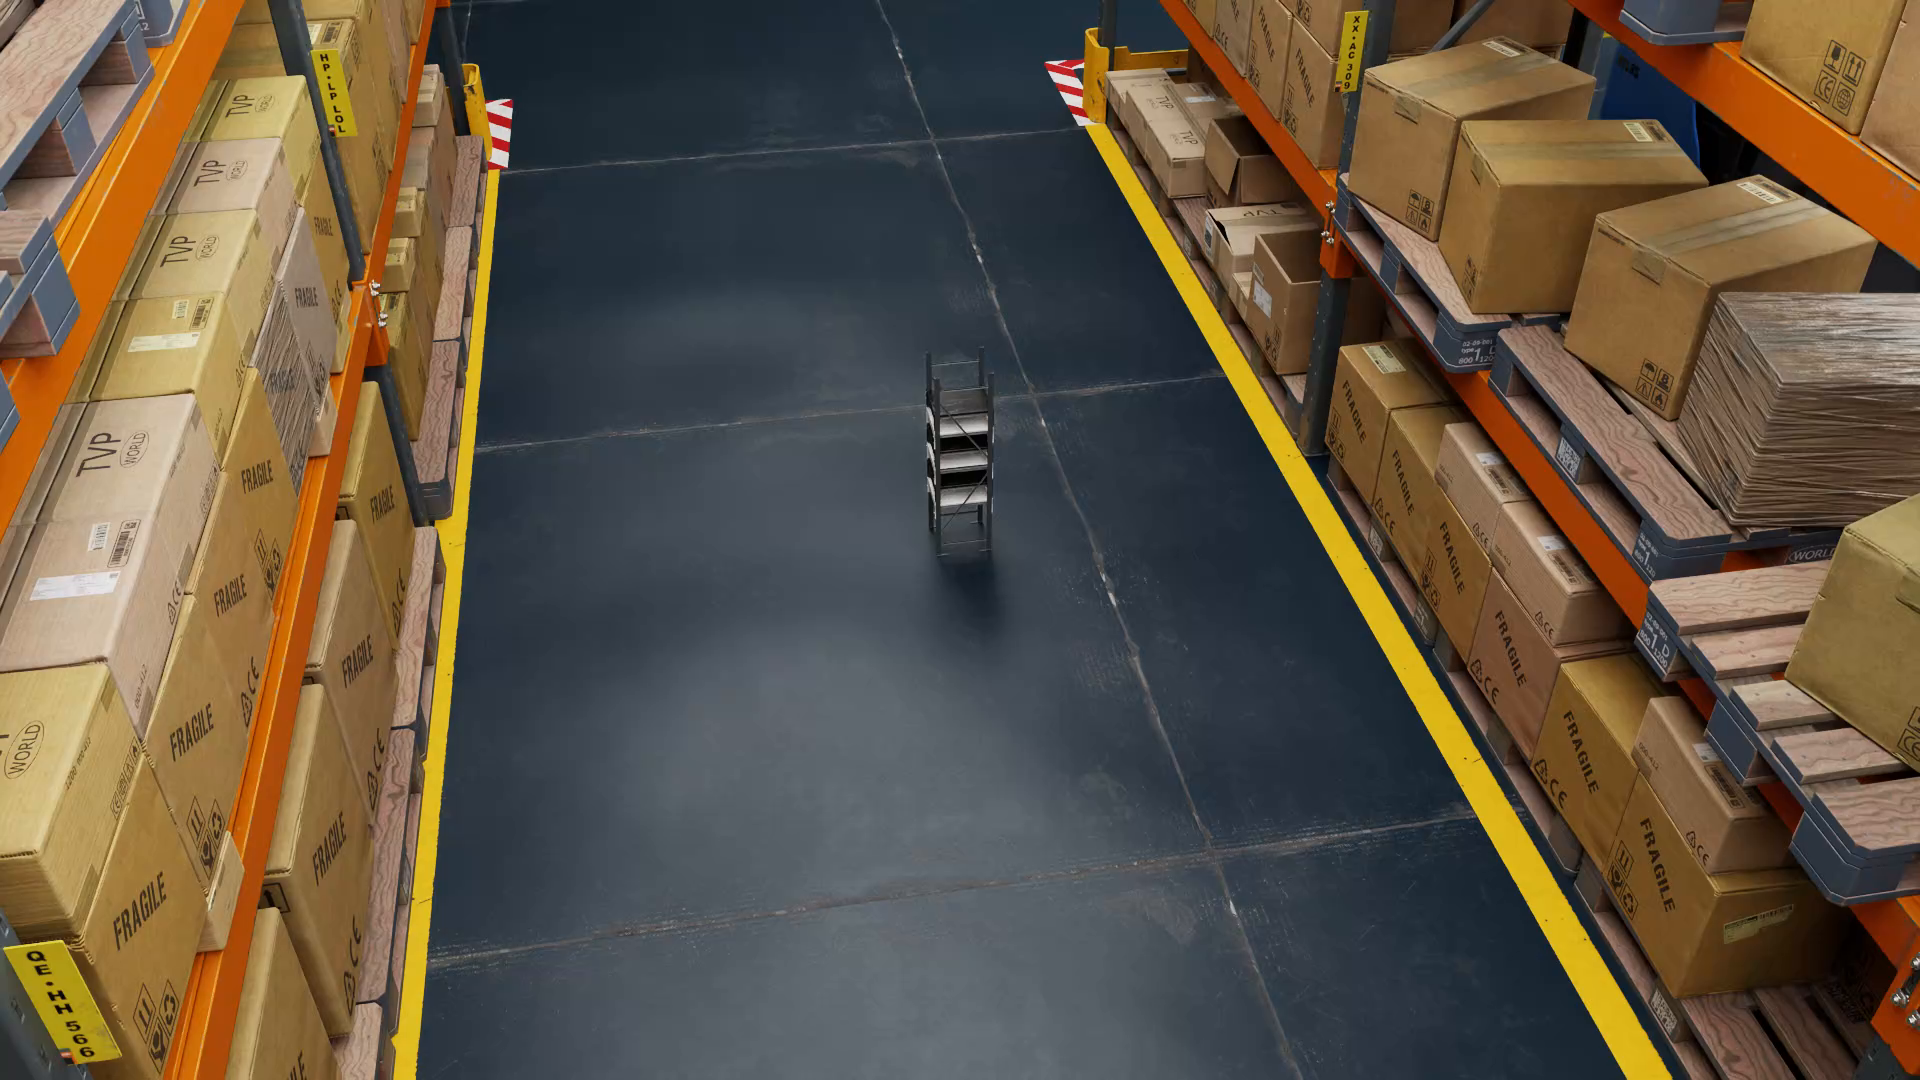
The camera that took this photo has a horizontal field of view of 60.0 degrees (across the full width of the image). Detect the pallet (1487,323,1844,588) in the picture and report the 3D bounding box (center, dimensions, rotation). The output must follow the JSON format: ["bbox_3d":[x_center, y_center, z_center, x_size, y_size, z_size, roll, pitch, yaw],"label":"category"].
[{"bbox_3d":[2.441,-0.336,5.394,1.003,0.211,1.213,-6,38,-8],"label":"pallet"}]

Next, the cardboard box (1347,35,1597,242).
[{"bbox_3d":[1.948,-1.549,6.375,0.700,0.500,0.500,-19,42,-23],"label":"cardboard box"}]

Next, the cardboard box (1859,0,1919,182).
[{"bbox_3d":[2.587,-1.030,3.604,0.910,0.500,0.500,-6,38,-8],"label":"cardboard box"}]

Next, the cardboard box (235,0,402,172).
[{"bbox_3d":[-2.993,-2.008,7.145,0.980,0.700,0.700,-7,38,-9],"label":"cardboard box"}]

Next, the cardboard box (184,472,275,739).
[{"bbox_3d":[-2.092,0.194,4.215,0.500,0.500,0.500,-6,38,-8],"label":"cardboard box"}]

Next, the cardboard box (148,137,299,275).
[{"bbox_3d":[-2.377,-1.015,5.160,0.500,0.250,0.500,-5,38,-7],"label":"cardboard box"}]

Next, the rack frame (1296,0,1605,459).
[{"bbox_3d":[2.085,-1.654,6.934,1.000,3.000,0.127,-6,38,-8],"label":"rack frame"}]

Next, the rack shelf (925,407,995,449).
[{"bbox_3d":[-0.001,-0.476,6.890,0.258,0.077,0.200,-6,38,-8],"label":"rack shelf"}]

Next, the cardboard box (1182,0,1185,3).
[{"bbox_3d":[1.383,-3.198,8.840,0.500,0.500,0.500,-6,38,-8],"label":"cardboard box"}]

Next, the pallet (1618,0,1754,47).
[{"bbox_3d":[2.315,-1.737,4.749,1.213,0.211,1.003,-6,38,-8],"label":"pallet"}]

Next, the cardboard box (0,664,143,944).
[{"bbox_3d":[-1.921,0.517,3.188,0.500,0.250,0.500,-5,38,-7],"label":"cardboard box"}]

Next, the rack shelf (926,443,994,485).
[{"bbox_3d":[-0.001,-0.334,7.001,0.258,0.077,0.200,-6,38,-8],"label":"rack shelf"}]

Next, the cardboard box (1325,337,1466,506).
[{"bbox_3d":[1.930,-0.522,7.156,0.500,0.500,0.500,-8,39,-10],"label":"cardboard box"}]

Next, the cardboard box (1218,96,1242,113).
[{"bbox_3d":[1.704,-2.568,10.062,0.380,0.166,0.250,-6,38,-8],"label":"cardboard box"}]

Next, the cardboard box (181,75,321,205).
[{"bbox_3d":[-2.458,-1.325,5.559,0.500,0.250,0.500,-5,38,-7],"label":"cardboard box"}]

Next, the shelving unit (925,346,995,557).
[{"bbox_3d":[-0.001,-0.360,6.980,0.258,0.900,0.210,-6,38,-8],"label":"shelving unit"}]

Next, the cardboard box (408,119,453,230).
[{"bbox_3d":[-3.184,-1.999,9.074,0.700,0.500,0.500,-6,38,-8],"label":"cardboard box"}]

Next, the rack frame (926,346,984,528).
[{"bbox_3d":[-0.019,-0.422,7.059,0.240,0.900,0.006,-6,38,-8],"label":"rack frame"}]

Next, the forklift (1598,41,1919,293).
[{"bbox_3d":[4.435,-2.321,7.848,1.130,2.935,3.031,-8,39,-10],"label":"forklift"}]

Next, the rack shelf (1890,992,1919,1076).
[{"bbox_3d":[3.137,2.254,2.490,1.077,0.370,4.000,-6,38,-8],"label":"rack shelf"}]

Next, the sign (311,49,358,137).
[{"bbox_3d":[-2.259,-1.609,5.997,0.100,0.325,0.005,-6,38,-8],"label":"sign"}]

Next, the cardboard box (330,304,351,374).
[{"bbox_3d":[-2.386,-0.704,5.899,0.380,0.149,0.250,-6,38,-7],"label":"cardboard box"}]

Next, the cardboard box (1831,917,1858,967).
[{"bbox_3d":[2.890,0.954,5.256,0.500,0.500,0.500,-8,38,-10],"label":"cardboard box"}]

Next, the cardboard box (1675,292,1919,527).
[{"bbox_3d":[2.593,-0.384,4.876,0.700,0.500,0.500,0,38,1],"label":"cardboard box"}]

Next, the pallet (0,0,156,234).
[{"bbox_3d":[-2.454,-0.871,3.635,1.003,0.211,1.213,-5,38,-6],"label":"pallet"}]

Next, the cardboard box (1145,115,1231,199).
[{"bbox_3d":[1.375,-2.195,9.513,0.500,0.250,0.500,-6,38,-8],"label":"cardboard box"}]

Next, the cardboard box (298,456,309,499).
[{"bbox_3d":[-2.303,-0.234,5.295,0.380,0.149,0.250,-6,38,-8],"label":"cardboard box"}]

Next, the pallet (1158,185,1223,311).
[{"bbox_3d":[1.748,-1.706,9.274,1.003,0.211,1.213,-6,38,-8],"label":"pallet"}]

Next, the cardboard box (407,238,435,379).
[{"bbox_3d":[-2.906,-1.064,7.870,0.700,0.500,0.500,-7,38,-8],"label":"cardboard box"}]

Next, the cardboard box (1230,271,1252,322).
[{"bbox_3d":[1.581,-1.235,8.360,0.380,0.149,0.250,-6,38,-8],"label":"cardboard box"}]

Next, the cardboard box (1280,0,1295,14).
[{"bbox_3d":[1.649,-2.675,7.352,0.500,0.500,0.500,-7,38,-9],"label":"cardboard box"}]

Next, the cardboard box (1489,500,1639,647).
[{"bbox_3d":[2.194,0.089,5.758,0.500,0.250,0.500,-7,38,-9],"label":"cardboard box"}]

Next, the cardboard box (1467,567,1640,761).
[{"bbox_3d":[2.203,0.407,5.960,0.500,0.500,0.500,-8,38,-10],"label":"cardboard box"}]

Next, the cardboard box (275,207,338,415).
[{"bbox_3d":[-2.363,-0.725,5.398,0.500,0.500,0.500,-6,38,-8],"label":"cardboard box"}]

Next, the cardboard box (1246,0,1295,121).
[{"bbox_3d":[1.653,-2.279,7.657,0.500,0.500,0.500,-5,38,-7],"label":"cardboard box"}]

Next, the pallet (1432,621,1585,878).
[{"bbox_3d":[2.482,0.673,6.212,1.003,0.211,1.213,-6,38,-8],"label":"pallet"}]

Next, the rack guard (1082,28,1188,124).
[{"bbox_3d":[1.397,-3.037,10.751,1.175,0.500,0.348,-6,38,-8],"label":"rack guard"}]

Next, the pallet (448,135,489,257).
[{"bbox_3d":[-3.275,-1.959,9.600,1.003,0.211,1.213,-6,38,-8],"label":"pallet"}]

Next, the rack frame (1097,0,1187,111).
[{"bbox_3d":[1.384,-4.070,10.044,1.000,3.000,0.127,-6,38,-8],"label":"rack frame"}]

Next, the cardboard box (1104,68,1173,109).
[{"bbox_3d":[1.119,-2.828,10.410,0.380,0.149,0.250,-6,38,-8],"label":"cardboard box"}]

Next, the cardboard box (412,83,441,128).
[{"bbox_3d":[-3.024,-2.345,8.990,0.380,0.149,0.250,-5,38,-7],"label":"cardboard box"}]

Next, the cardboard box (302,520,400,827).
[{"bbox_3d":[-2.391,0.480,5.598,0.750,0.750,0.750,-5,38,-7],"label":"cardboard box"}]
